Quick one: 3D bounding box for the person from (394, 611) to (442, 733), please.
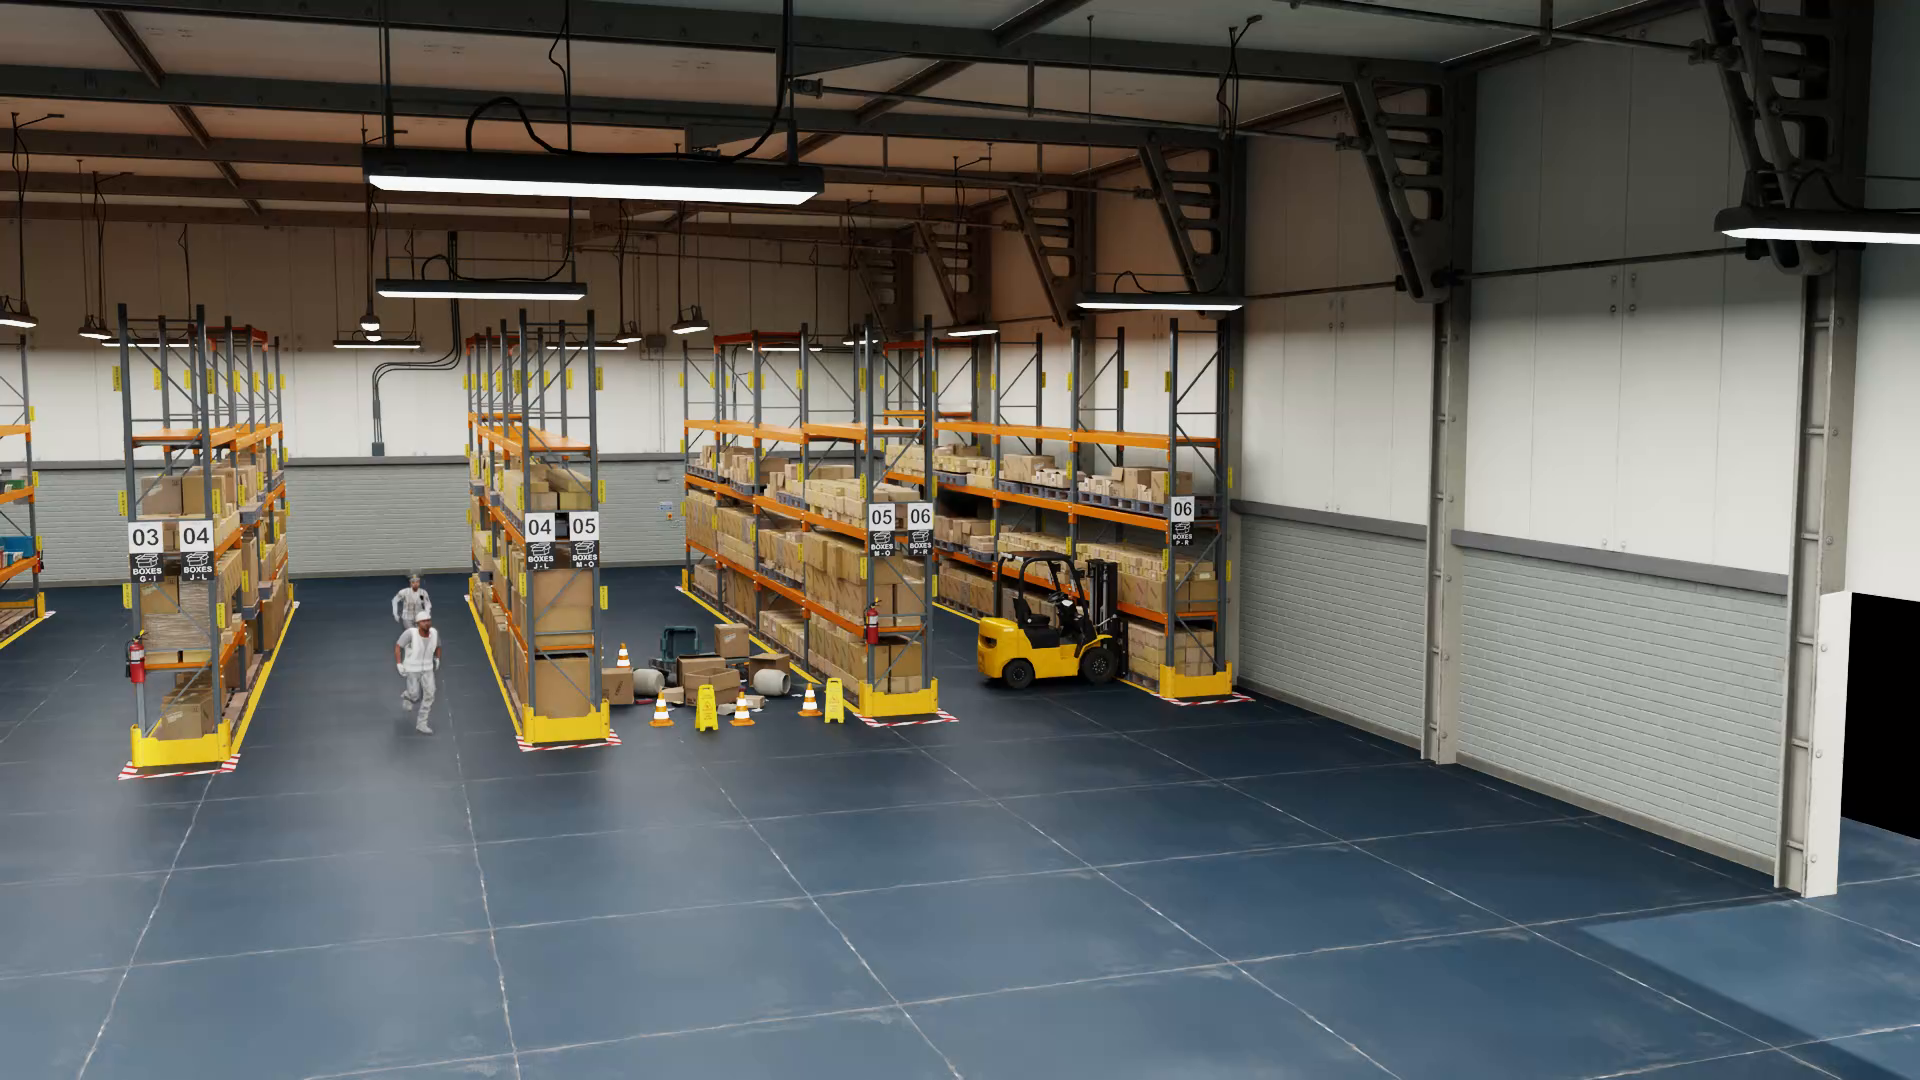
[{"bbox_3d":[-7.836,1.880,24.047,0.694,1.745,0.786,-5,7,-40],"label":"person"}]

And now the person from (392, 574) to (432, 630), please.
[{"bbox_3d":[-9.689,1.413,29.444,0.653,1.650,0.642,-3,6,-25],"label":"person"}]

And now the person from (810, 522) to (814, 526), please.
[{"bbox_3d":[-3.455,0.297,38.465,0.514,1.569,0.487,-4,7,-35],"label":"person"}]
